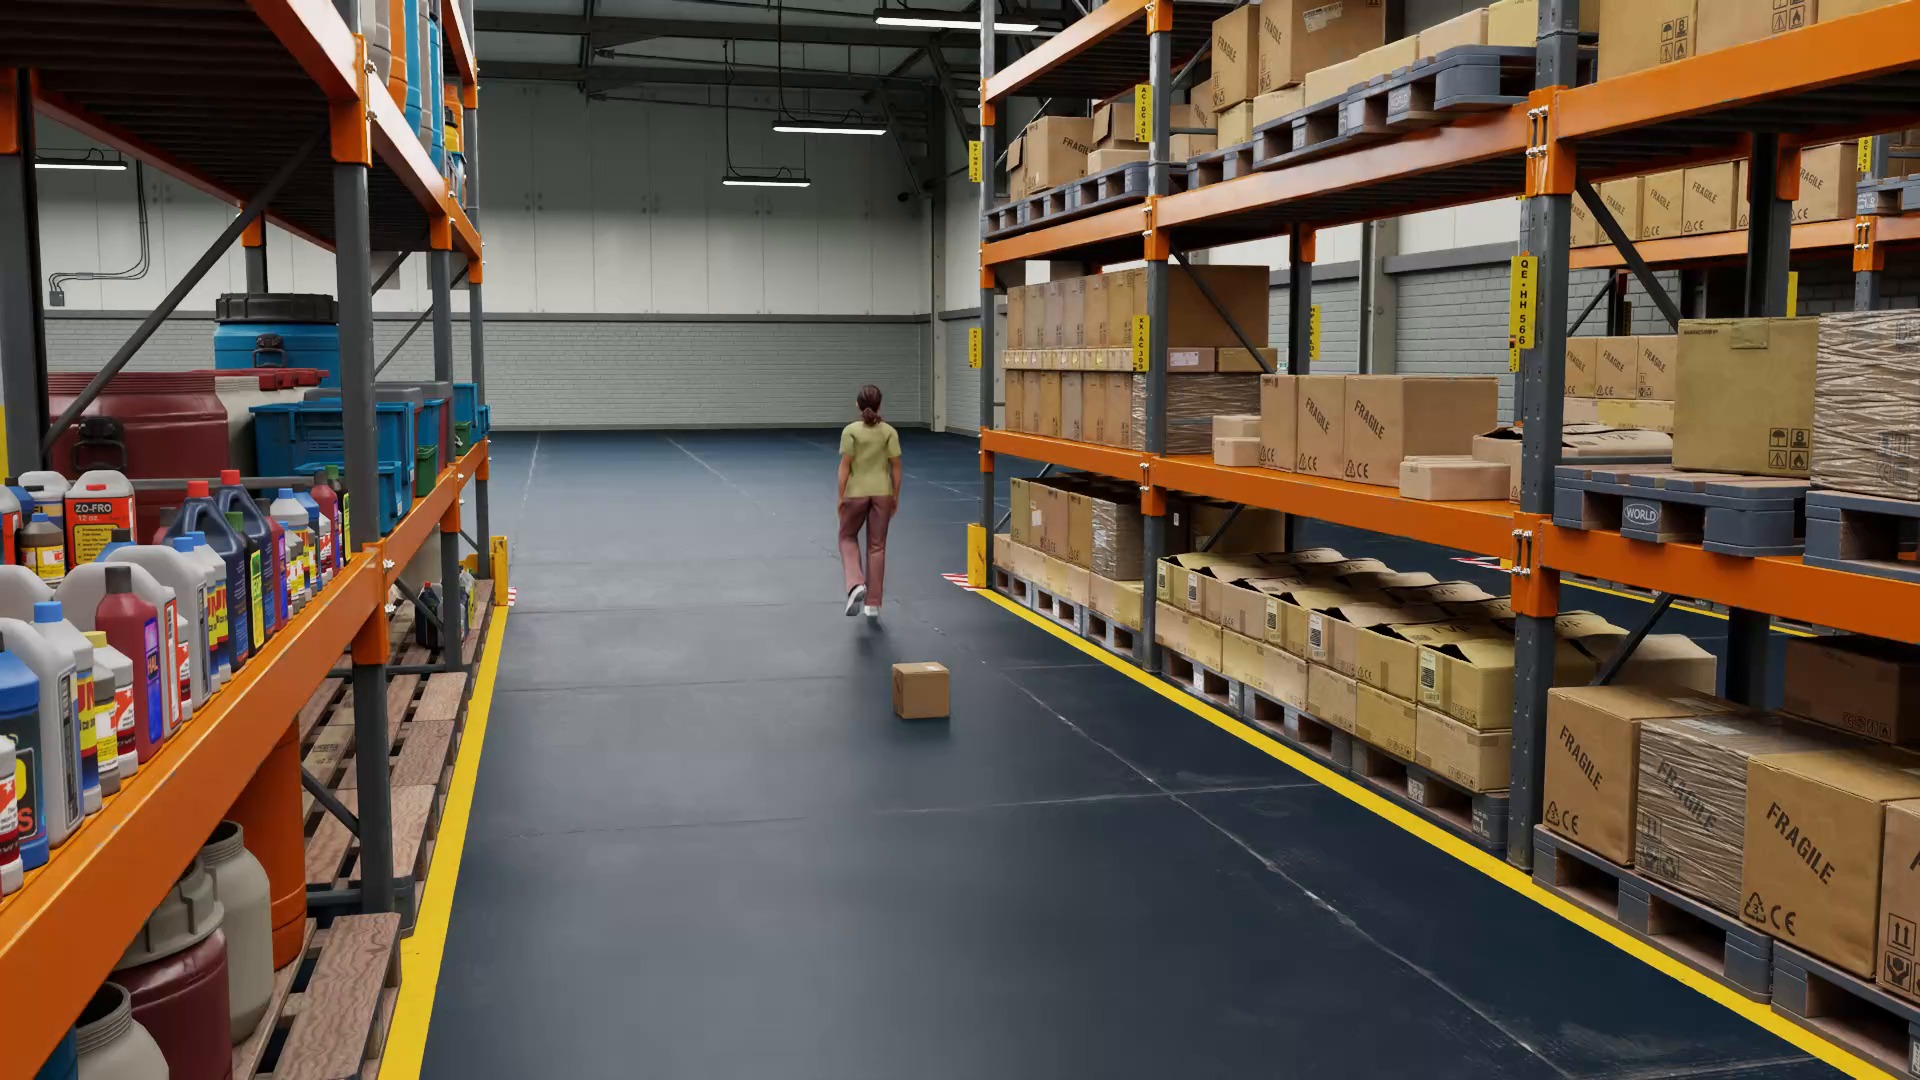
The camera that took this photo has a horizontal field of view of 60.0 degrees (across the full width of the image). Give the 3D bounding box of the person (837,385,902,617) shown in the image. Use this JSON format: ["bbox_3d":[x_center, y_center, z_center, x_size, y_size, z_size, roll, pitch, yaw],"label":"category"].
[{"bbox_3d":[-0.665,-0.278,12.063,0.475,1.690,0.469,-1,6,-8],"label":"person"}]
